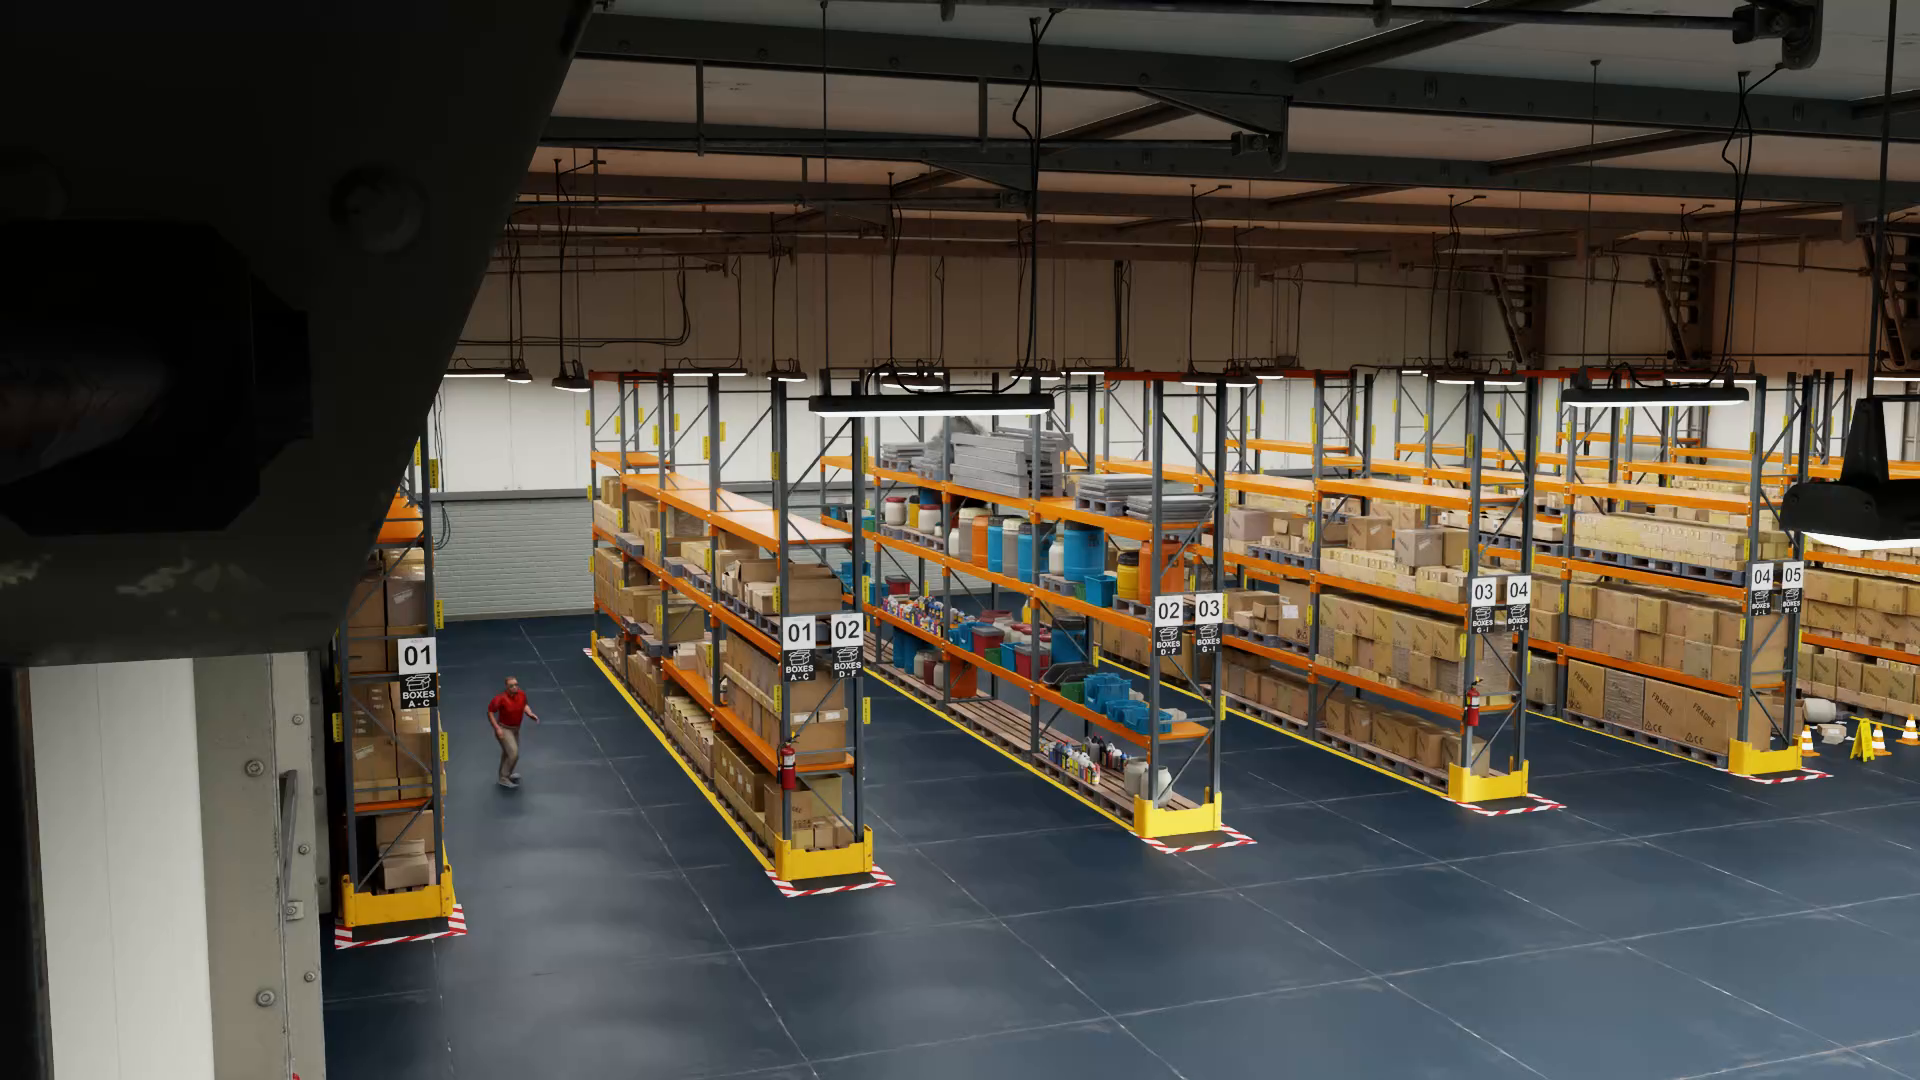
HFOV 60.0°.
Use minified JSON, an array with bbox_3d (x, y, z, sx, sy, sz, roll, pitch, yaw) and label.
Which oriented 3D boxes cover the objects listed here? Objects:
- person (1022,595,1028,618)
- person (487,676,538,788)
[{"bbox_3d":[1.765,1.112,39.733,0.560,1.598,0.654,-3,7,-26],"label":"person"},{"bbox_3d":[-6.583,2.808,24.484,0.823,1.668,0.702,2,7,19],"label":"person"}]
